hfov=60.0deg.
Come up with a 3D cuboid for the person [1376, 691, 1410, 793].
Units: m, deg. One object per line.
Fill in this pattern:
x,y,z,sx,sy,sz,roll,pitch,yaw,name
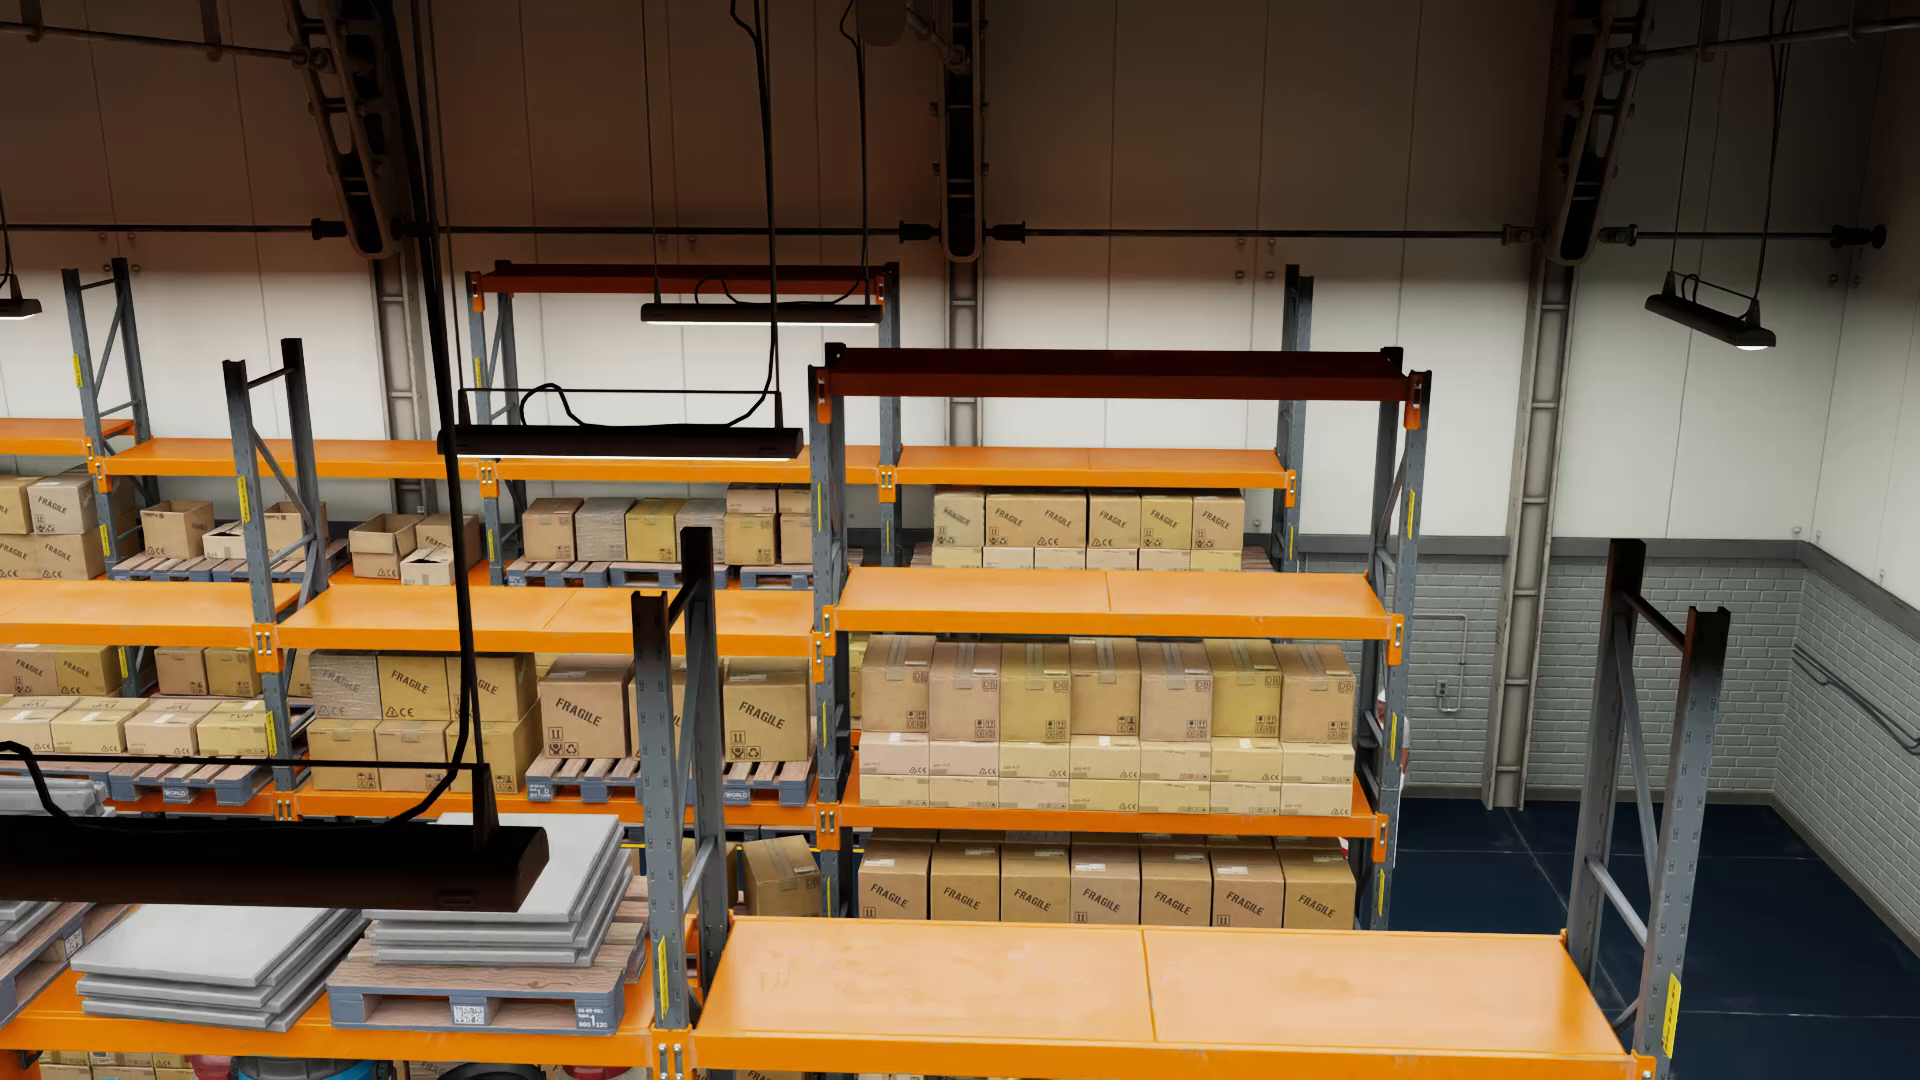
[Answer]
4.338,2.385,17.172,0.554,1.794,0.454,5,17,18,person
